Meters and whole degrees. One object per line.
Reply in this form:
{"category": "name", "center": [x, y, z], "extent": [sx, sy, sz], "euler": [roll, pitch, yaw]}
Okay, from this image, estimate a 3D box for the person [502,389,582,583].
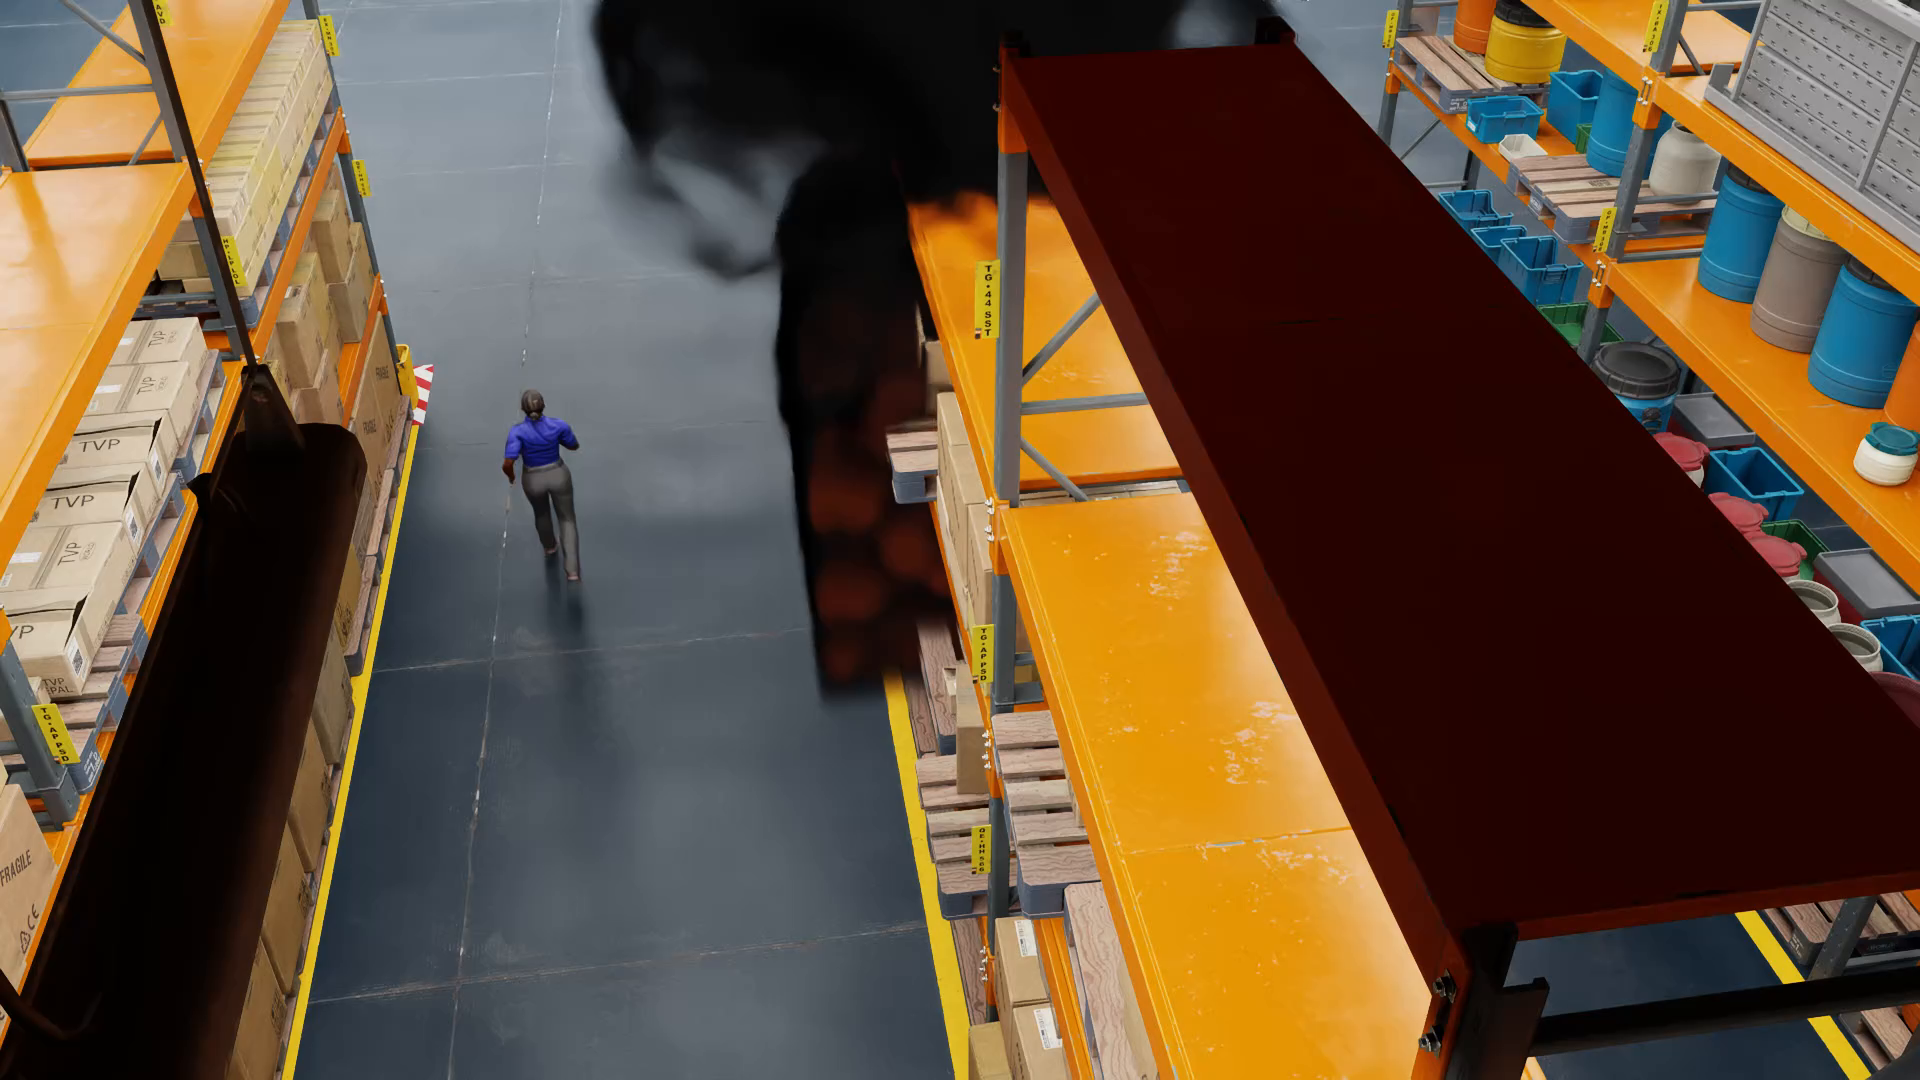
{"category": "person", "center": [-3.138, -0.425, 12.613], "extent": [0.575, 1.632, 0.938], "euler": [-9, 37, -12]}
